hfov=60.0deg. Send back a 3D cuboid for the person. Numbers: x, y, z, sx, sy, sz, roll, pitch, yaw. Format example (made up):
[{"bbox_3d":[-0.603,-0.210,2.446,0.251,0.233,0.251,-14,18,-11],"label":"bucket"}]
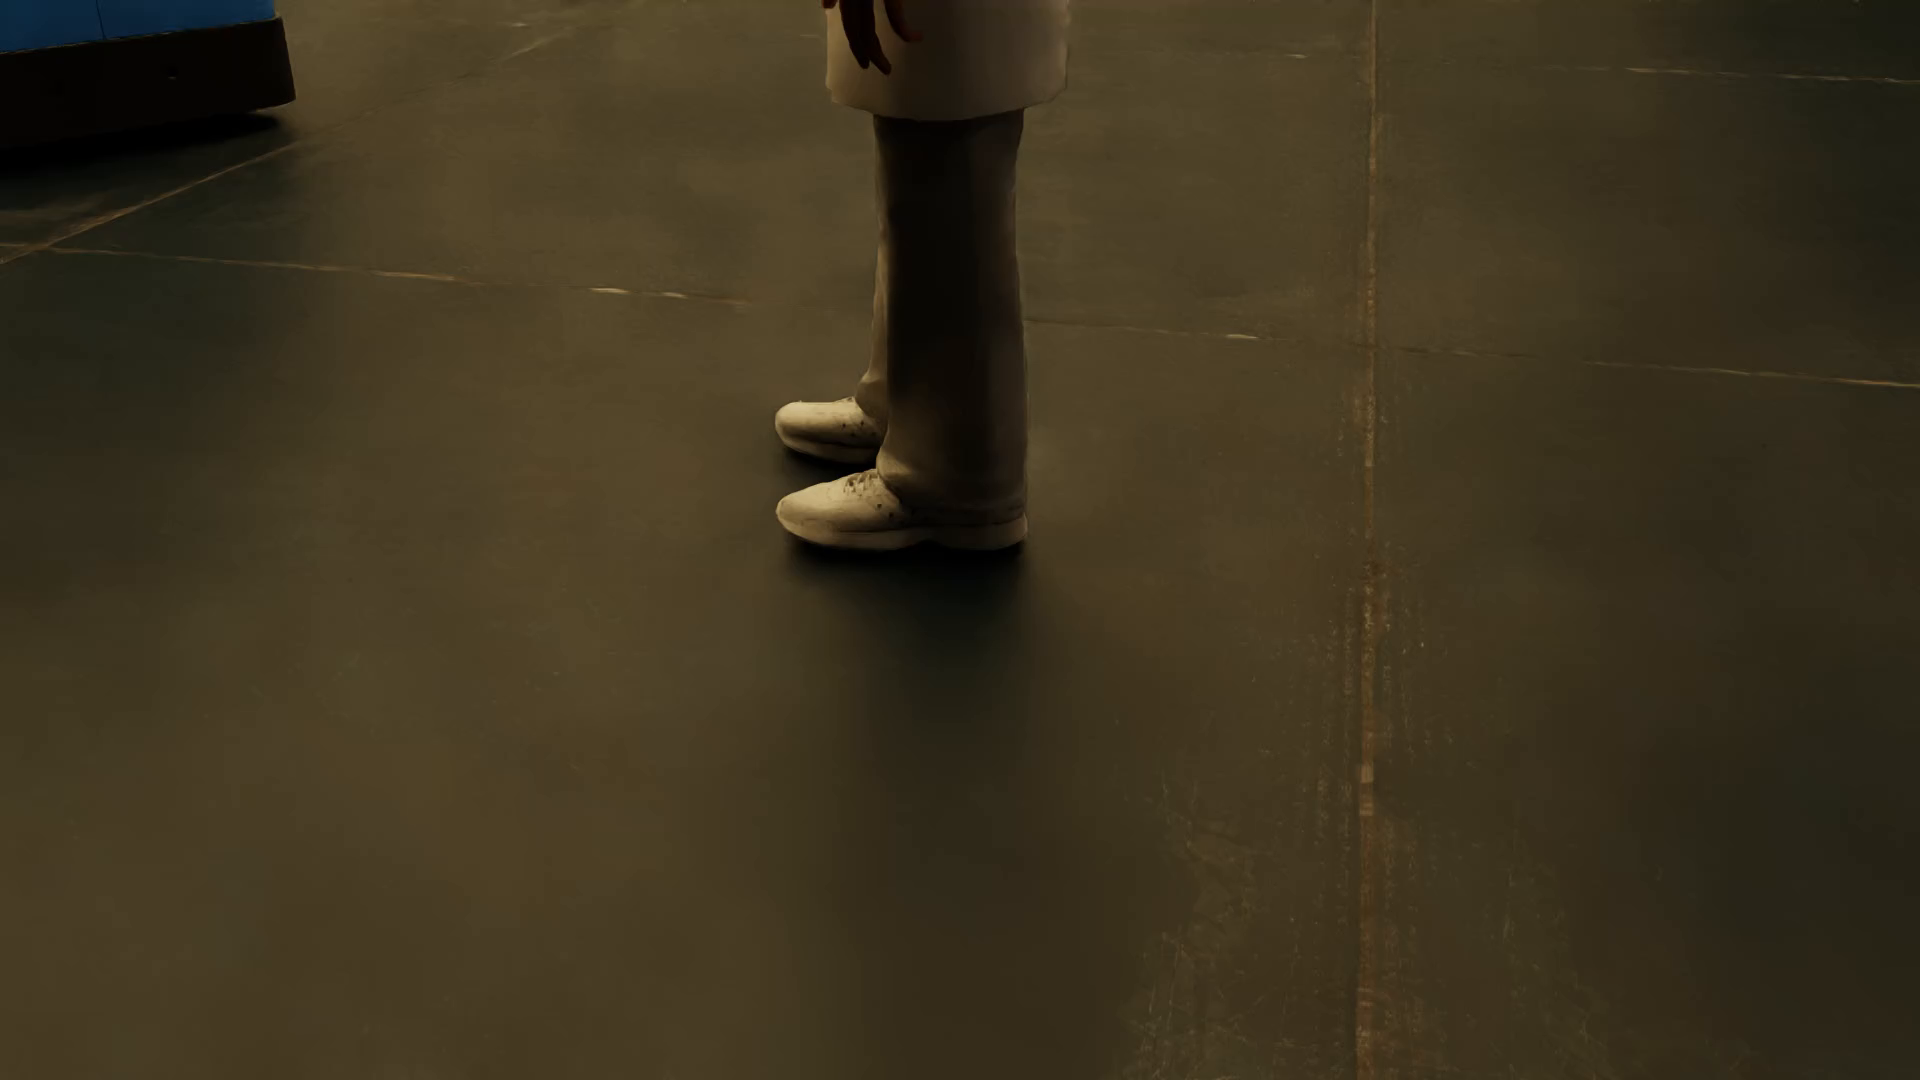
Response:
[{"bbox_3d":[-0.088,-0.811,2.118,0.579,1.776,0.694,6,27,11],"label":"person"}]

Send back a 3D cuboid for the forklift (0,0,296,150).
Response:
[{"bbox_3d":[-3.362,-2.858,4.910,1.130,2.935,3.031,-24,35,-39],"label":"forklift"}]
